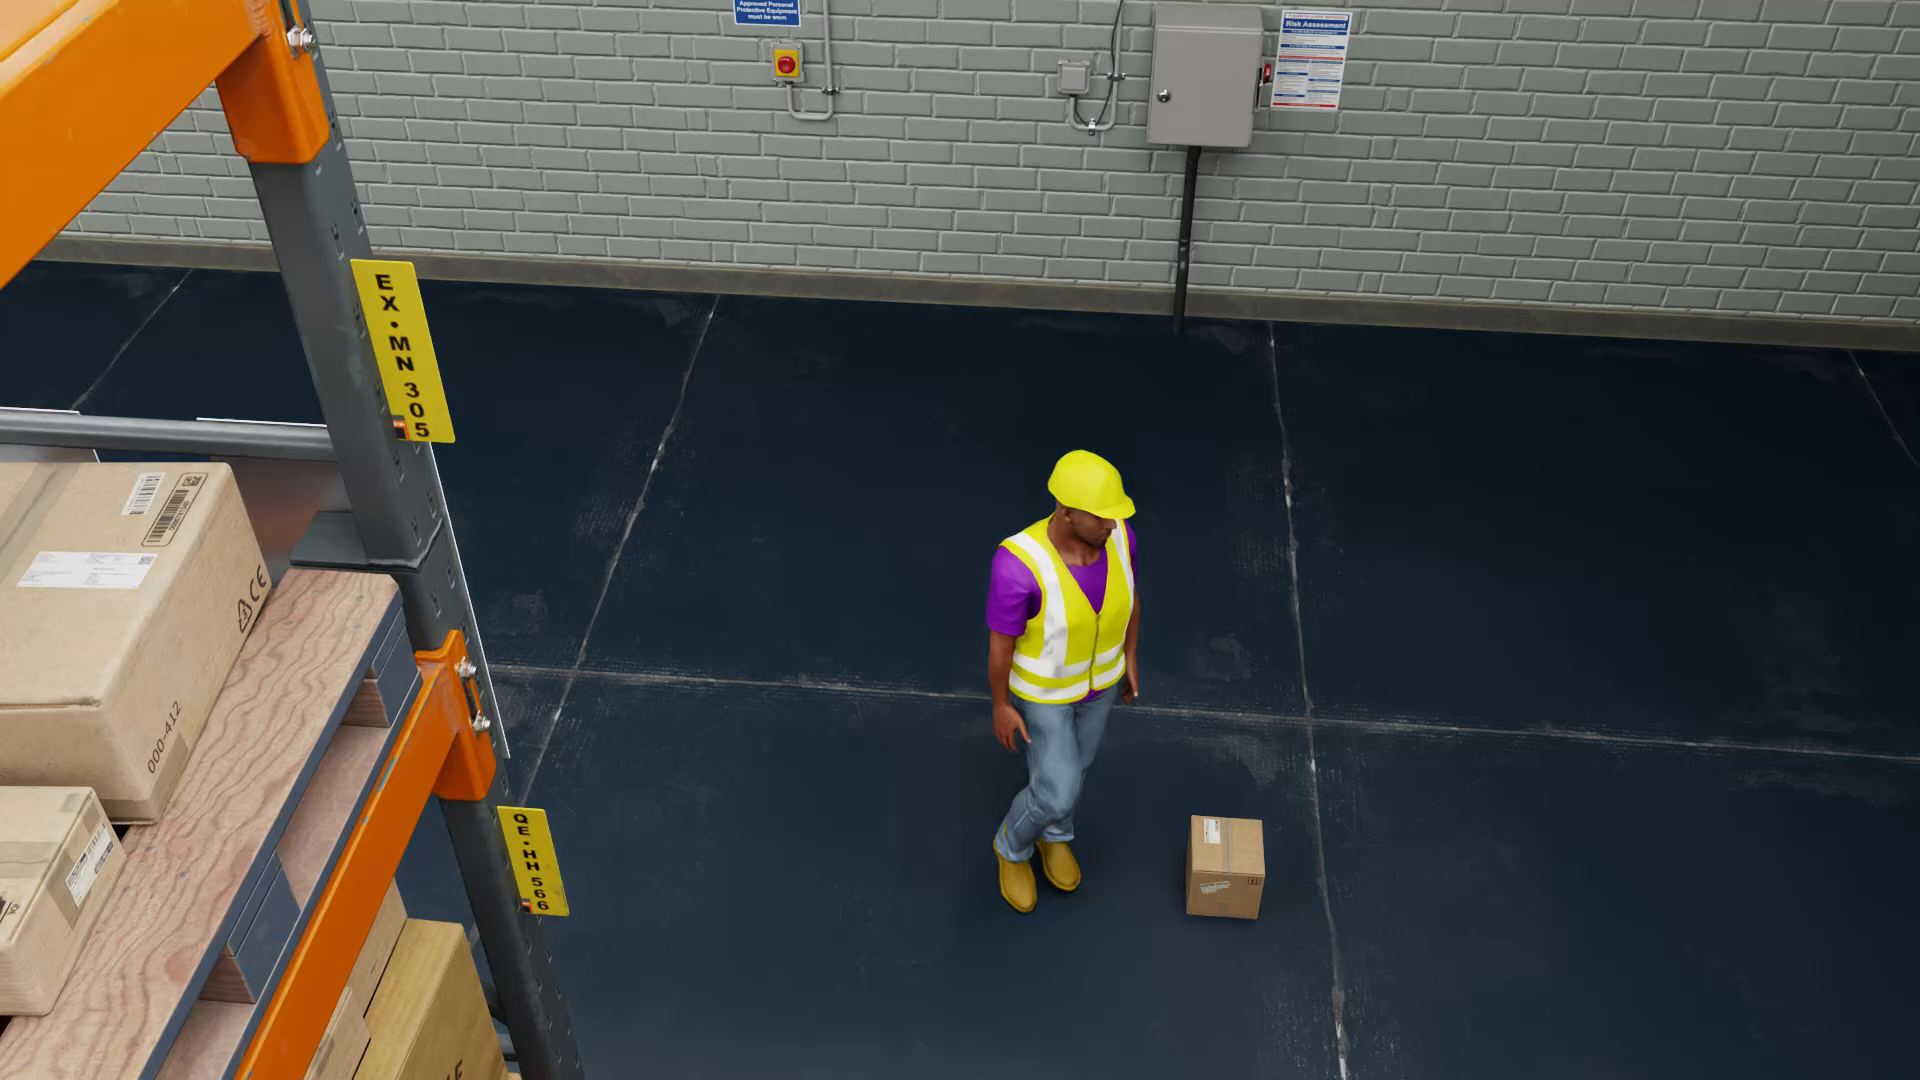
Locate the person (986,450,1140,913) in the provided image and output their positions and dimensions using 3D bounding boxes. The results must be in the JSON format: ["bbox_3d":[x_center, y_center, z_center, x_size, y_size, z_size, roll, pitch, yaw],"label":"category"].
[{"bbox_3d":[0.373,0.479,5.546,0.602,1.772,0.439,-23,45,-25],"label":"person"}]
